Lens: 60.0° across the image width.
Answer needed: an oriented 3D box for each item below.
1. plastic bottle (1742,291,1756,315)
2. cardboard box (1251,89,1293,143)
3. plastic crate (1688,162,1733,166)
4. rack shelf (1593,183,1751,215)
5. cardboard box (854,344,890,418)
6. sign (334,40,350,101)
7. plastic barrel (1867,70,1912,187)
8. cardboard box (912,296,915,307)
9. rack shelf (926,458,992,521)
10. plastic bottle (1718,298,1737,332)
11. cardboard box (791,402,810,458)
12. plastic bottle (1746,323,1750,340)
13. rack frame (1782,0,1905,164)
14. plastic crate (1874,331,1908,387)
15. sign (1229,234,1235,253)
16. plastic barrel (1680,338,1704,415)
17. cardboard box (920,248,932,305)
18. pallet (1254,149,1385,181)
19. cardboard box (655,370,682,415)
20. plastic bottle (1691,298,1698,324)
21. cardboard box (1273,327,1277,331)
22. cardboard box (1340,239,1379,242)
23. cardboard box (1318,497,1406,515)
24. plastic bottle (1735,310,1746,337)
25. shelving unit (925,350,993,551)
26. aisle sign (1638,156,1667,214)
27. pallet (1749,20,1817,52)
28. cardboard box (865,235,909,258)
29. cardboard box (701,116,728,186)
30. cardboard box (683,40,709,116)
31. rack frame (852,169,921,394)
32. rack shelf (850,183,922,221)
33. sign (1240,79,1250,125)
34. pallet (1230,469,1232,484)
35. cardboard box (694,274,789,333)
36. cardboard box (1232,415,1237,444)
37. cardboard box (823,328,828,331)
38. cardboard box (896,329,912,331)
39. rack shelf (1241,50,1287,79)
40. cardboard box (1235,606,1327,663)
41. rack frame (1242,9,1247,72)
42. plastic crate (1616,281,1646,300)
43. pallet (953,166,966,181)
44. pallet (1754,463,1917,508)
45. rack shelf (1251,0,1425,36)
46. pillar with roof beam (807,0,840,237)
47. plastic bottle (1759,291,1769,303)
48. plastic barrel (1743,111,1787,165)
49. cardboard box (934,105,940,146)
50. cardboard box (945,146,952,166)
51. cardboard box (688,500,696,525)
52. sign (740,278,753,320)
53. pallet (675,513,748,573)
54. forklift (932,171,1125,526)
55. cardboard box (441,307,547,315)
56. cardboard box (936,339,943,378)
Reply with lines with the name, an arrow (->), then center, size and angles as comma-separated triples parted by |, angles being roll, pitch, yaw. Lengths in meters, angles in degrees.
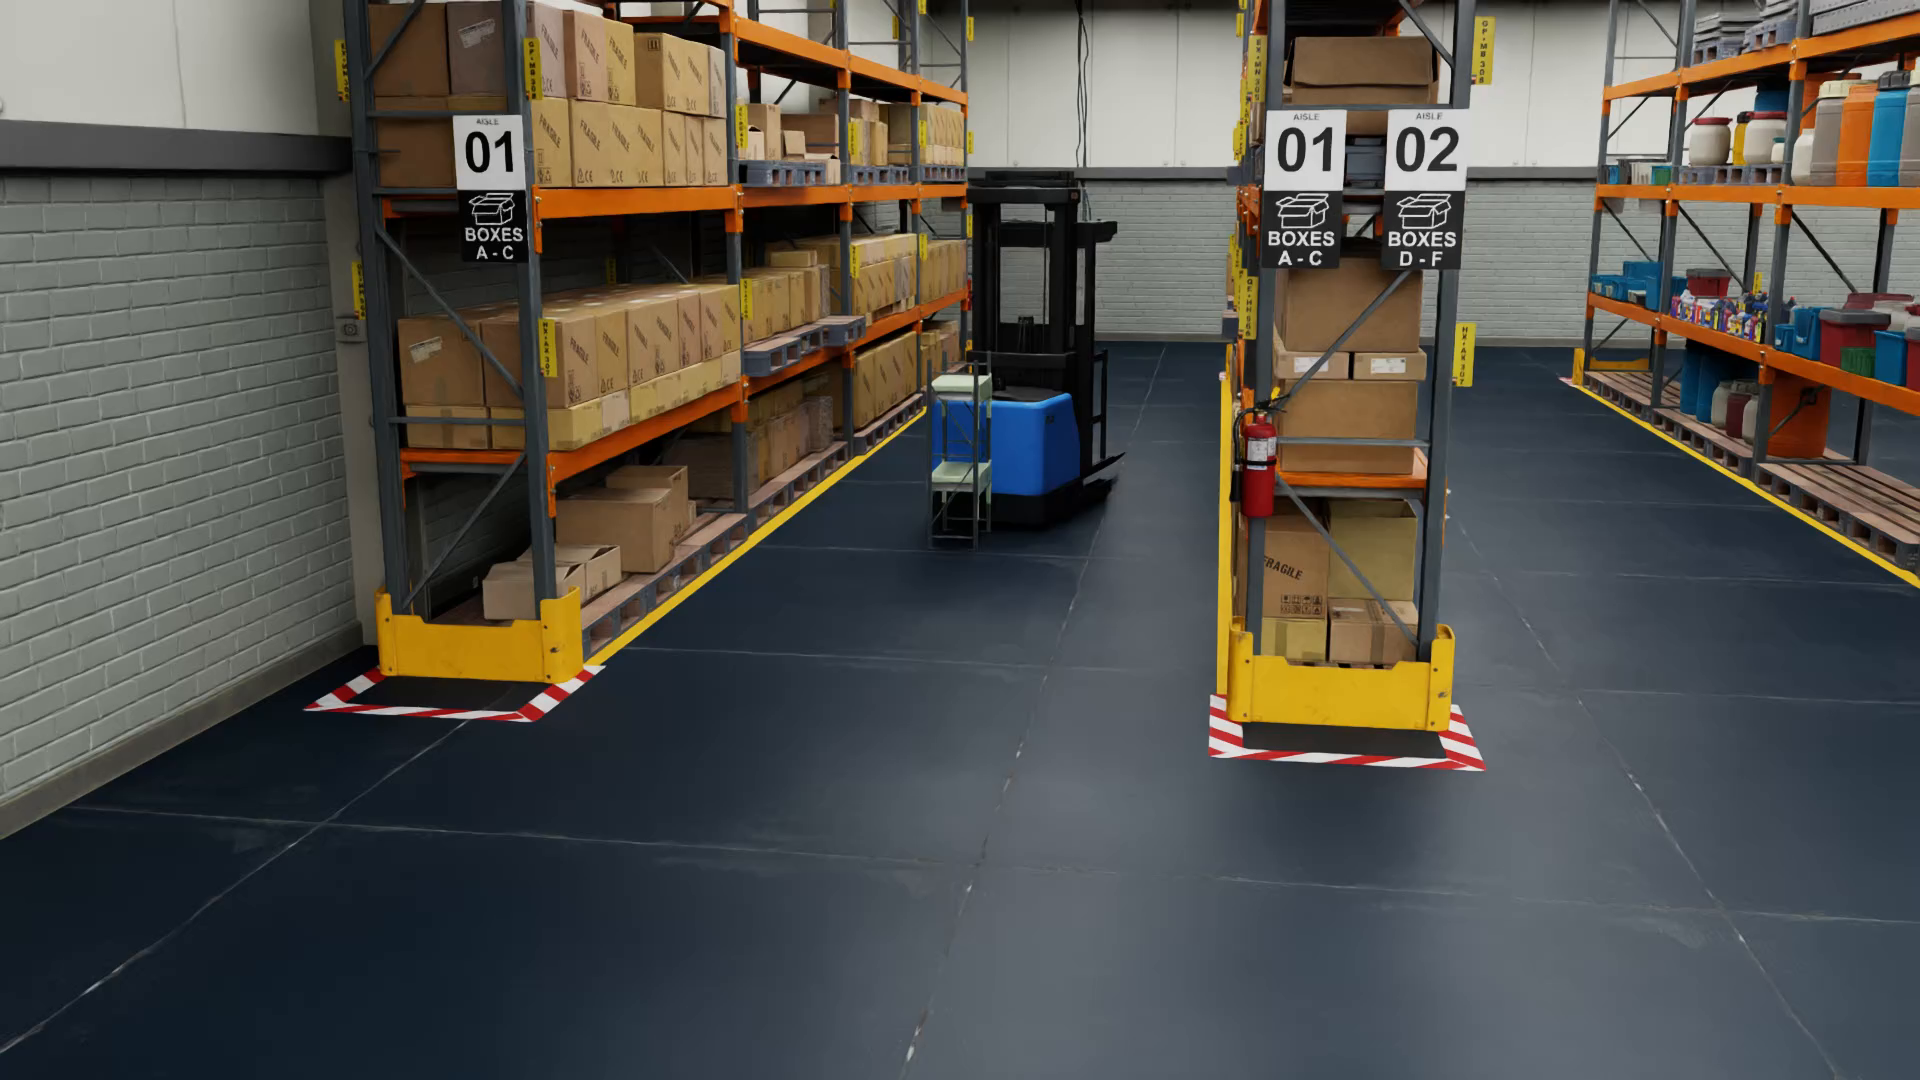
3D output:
plastic bottle -> 8.796, -2.589, 18.502 | 0.144, 0.351, 0.185 | 2, 12, 9
cardboard box -> 2.048, -2.572, 10.071 | 0.500, 0.311, 0.500 | 3, 13, 15
plastic crate -> 9.247, -4.501, 20.447 | 0.497, 0.269, 0.590 | 2, 12, 9
rack shelf -> 9.092, -4.379, 21.282 | 1.077, 0.370, 4.000 | 2, 12, 9
cardboard box -> -1.236, -1.822, 18.934 | 0.750, 0.750, 0.750 | 2, 12, 8
sign -> -3.395, -2.593, 9.182 | 0.100, 0.325, 0.005 | 2, 12, 9
plastic barrel -> 7.619, -3.280, 13.282 | 0.600, 0.901, 0.708 | 2, 12, 9
cardboard box -> -0.777, -2.977, 20.735 | 0.380, 0.149, 0.250 | 2, 12, 9
rack shelf -> -0.001, -0.413, 13.398 | 0.431, 0.370, 0.720 | 2, 12, 9
plastic bottle -> 8.052, -2.359, 17.438 | 0.144, 0.351, 0.185 | 2, 12, 9
cardboard box -> -1.873, -1.075, 16.250 | 0.700, 0.500, 0.500 | 2, 12, 9
plastic bottle -> 7.882, -2.088, 16.534 | 0.097, 0.201, 0.097 | 0, 12, 0
rack frame -> 8.170, -4.948, 15.095 | 1.000, 3.000, 0.127 | 2, 12, 9
plastic crate -> 7.417, -1.415, 12.977 | 0.392, 0.384, 0.575 | 2, 12, 9
sign -> 3.970, -4.283, 24.193 | 0.100, 0.325, 0.005 | 2, 12, 9
plastic barrel -> 8.684, -1.915, 19.244 | 0.600, 0.901, 0.708 | 2, 12, 9
cardboard box -> -0.905, -3.428, 21.570 | 0.980, 0.700, 0.700 | 2, 12, 10
pallet -> 2.555, -2.589, 11.477 | 1.003, 0.211, 1.213 | 2, 12, 9
cardboard box -> -2.231, -1.019, 11.409 | 0.500, 0.250, 0.500 | 2, 12, 9
plastic bottle -> 8.170, -2.544, 18.455 | 0.061, 0.283, 0.133 | 2, 12, 9
cardboard box -> 2.114, -1.233, 10.317 | 0.380, 0.149, 0.250 | 2, 12, 10
cardboard box -> 2.522, -1.830, 11.546 | 0.700, 0.500, 0.500 | 2, 12, 9
cardboard box -> 2.487, -0.052, 10.367 | 0.500, 0.500, 0.500 | 2, 12, 9
plastic bottle -> 7.942, -2.203, 16.903 | 0.097, 0.271, 0.097 | 0, 12, 0
shelving unit -> -0.001, -0.732, 13.329 | 0.431, 1.500, 0.755 | 2, 12, 9
aisle sign -> 9.701, -4.957, 23.206 | 0.394, 0.787, 0.004 | 2, 12, 9
pallet -> 8.311, -4.810, 15.849 | 1.213, 0.211, 1.003 | 2, 12, 9
cardboard box -> -0.912, -3.528, 19.975 | 0.500, 0.250, 0.500 | 2, 12, 10
cardboard box -> -2.068, -2.915, 12.496 | 0.500, 0.500, 0.500 | 2, 12, 10
cardboard box -> -2.118, -3.290, 11.860 | 0.500, 0.500, 0.500 | 3, 12, 12
rack frame -> -1.004, -3.169, 21.080 | 1.000, 3.000, 0.127 | 2, 12, 9
rack shelf -> -1.312, -3.868, 18.908 | 1.077, 0.370, 4.000 | 2, 12, 9
sign -> 2.123, -3.233, 12.280 | 0.100, 0.325, 0.005 | 2, 12, 9
pallet -> 3.111, -0.644, 15.979 | 1.003, 0.211, 1.213 | 2, 12, 9
cardboard box -> -1.959, -2.127, 14.961 | 0.700, 0.500, 0.500 | 4, 13, 16
cardboard box -> 2.752, -0.997, 15.199 | 0.500, 0.311, 0.500 | 2, 12, 7
cardboard box -> -1.340, -2.285, 17.524 | 0.380, 0.149, 0.250 | 2, 12, 8
cardboard box -> -0.848, -2.816, 22.835 | 0.380, 0.149, 0.250 | 2, 12, 9
rack shelf -> 3.583, -4.979, 17.893 | 1.077, 0.370, 4.000 | 2, 12, 9
cardboard box -> 1.836, 0.506, 9.555 | 0.500, 0.250, 0.500 | 2, 12, 9
rack frame -> 4.506, -6.775, 23.570 | 1.000, 3.000, 0.127 | 2, 12, 9
plastic crate -> 8.788, -3.251, 21.715 | 0.416, 0.233, 0.300 | 2, 12, 9
pallet -> -0.493, -5.270, 23.919 | 1.003, 0.211, 1.213 | 2, 12, 9
pallet -> 8.012, -0.493, 15.278 | 1.003, 0.211, 1.213 | 2, 12, 9
rack shelf -> 2.353, -3.313, 10.165 | 1.077, 0.370, 4.000 | 2, 12, 9
pillar with roof beam -> 2.502, -6.136, 20.607 | 9.100, 9.000, 0.400 | 2, 12, 9
plastic bottle -> 8.938, -2.584, 18.480 | 0.144, 0.351, 0.185 | 2, 12, 9
plastic barrel -> 8.293, -4.128, 17.087 | 0.433, 0.535, 0.433 | 0, 12, 0
cardboard box -> -0.545, -5.430, 21.790 | 0.500, 0.500, 0.500 | 2, 12, 7
cardboard box -> -0.394, -5.271, 22.835 | 0.500, 0.250, 0.500 | 2, 12, 7
cardboard box -> -2.287, -0.222, 13.083 | 0.380, 0.166, 0.250 | 0, 12, 1
sign -> -1.697, -1.911, 13.187 | 0.100, 0.325, 0.005 | 2, 12, 9
pallet -> -2.303, 0.000, 12.992 | 1.003, 0.211, 1.213 | 2, 12, 9
forklift -> 0.755, -1.822, 14.990 | 1.130, 2.935, 3.031 | 5, 13, 22
cardboard box -> -2.900, -1.184, 10.395 | 0.500, 0.500, 0.500 | 2, 12, 9
cardboard box -> -0.626, -2.516, 22.986 | 0.700, 0.500, 0.500 | 2, 12, 10
